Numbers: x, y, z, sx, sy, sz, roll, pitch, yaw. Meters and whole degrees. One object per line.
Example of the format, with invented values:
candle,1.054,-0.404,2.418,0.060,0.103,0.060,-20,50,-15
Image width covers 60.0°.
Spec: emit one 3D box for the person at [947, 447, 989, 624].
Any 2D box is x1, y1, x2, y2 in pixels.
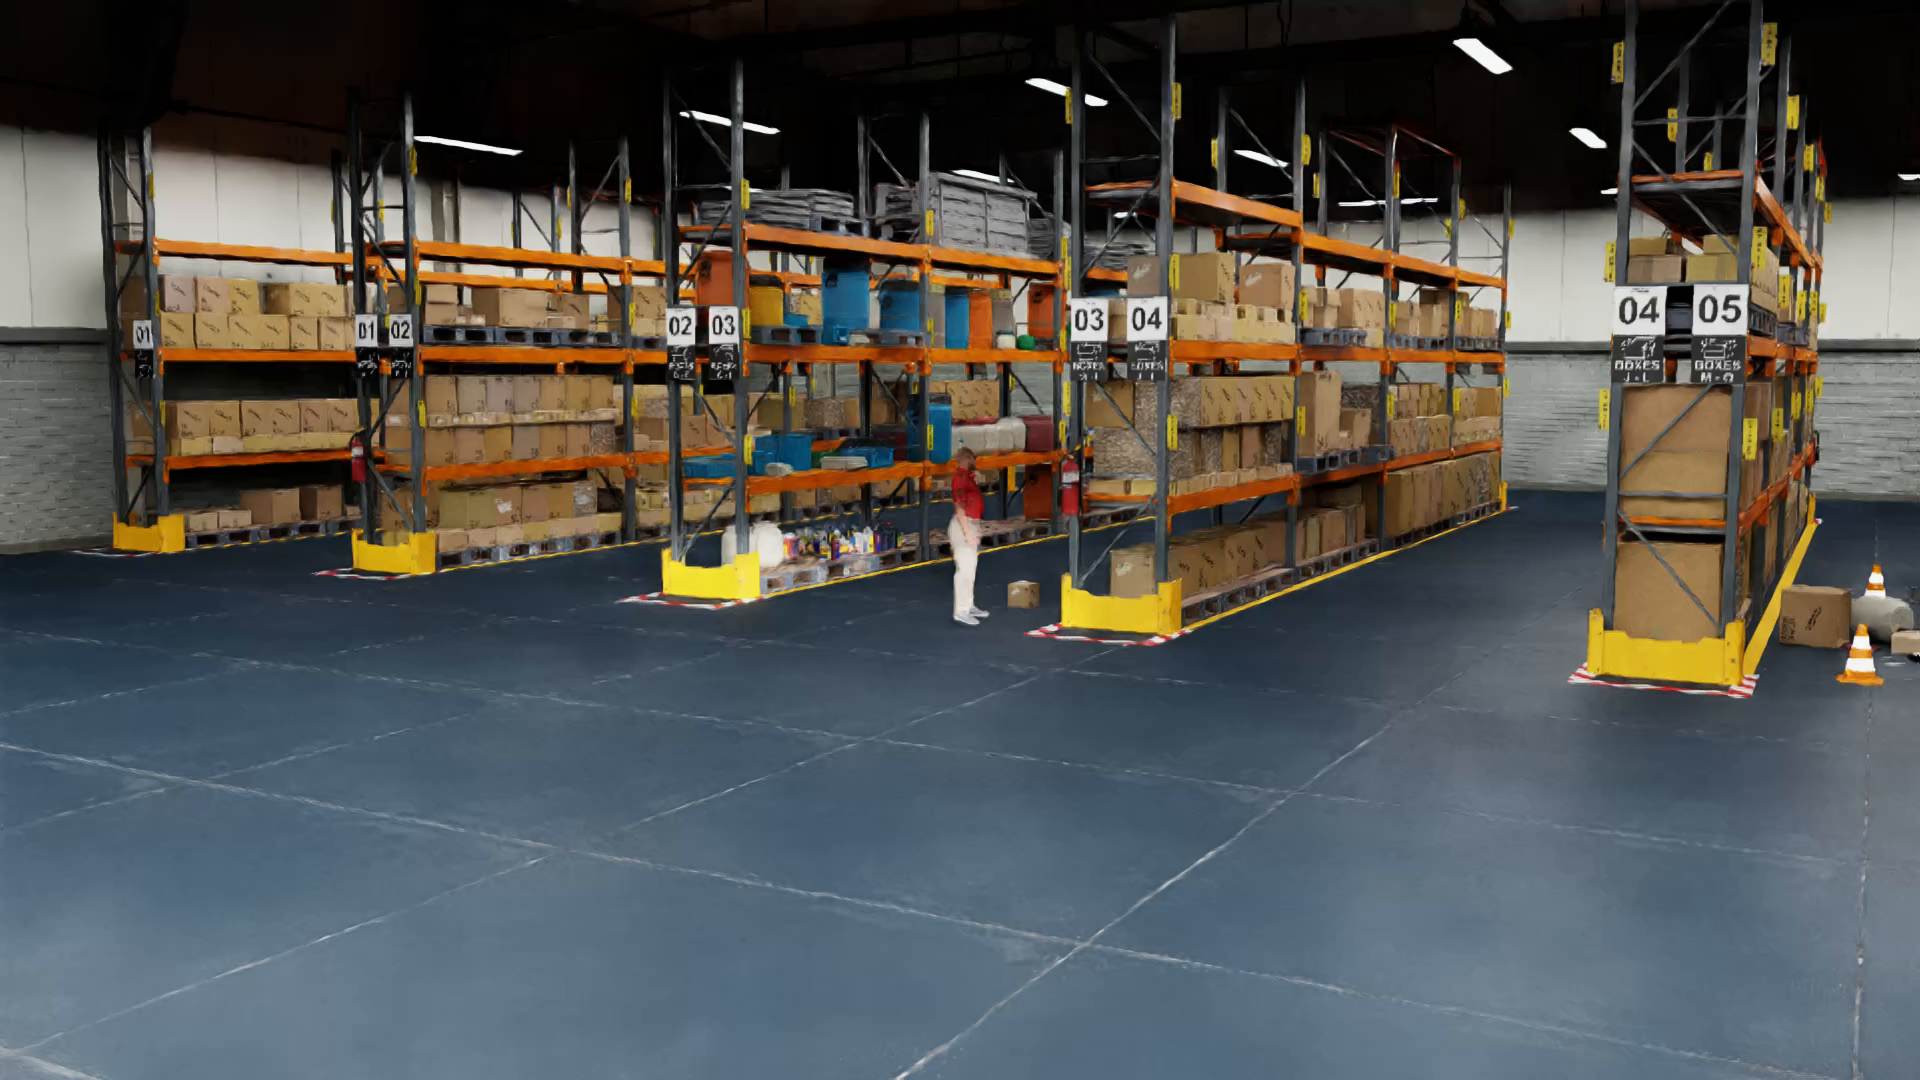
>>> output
person,0.094,-0.047,16.750,0.399,1.784,0.582,0,6,3
